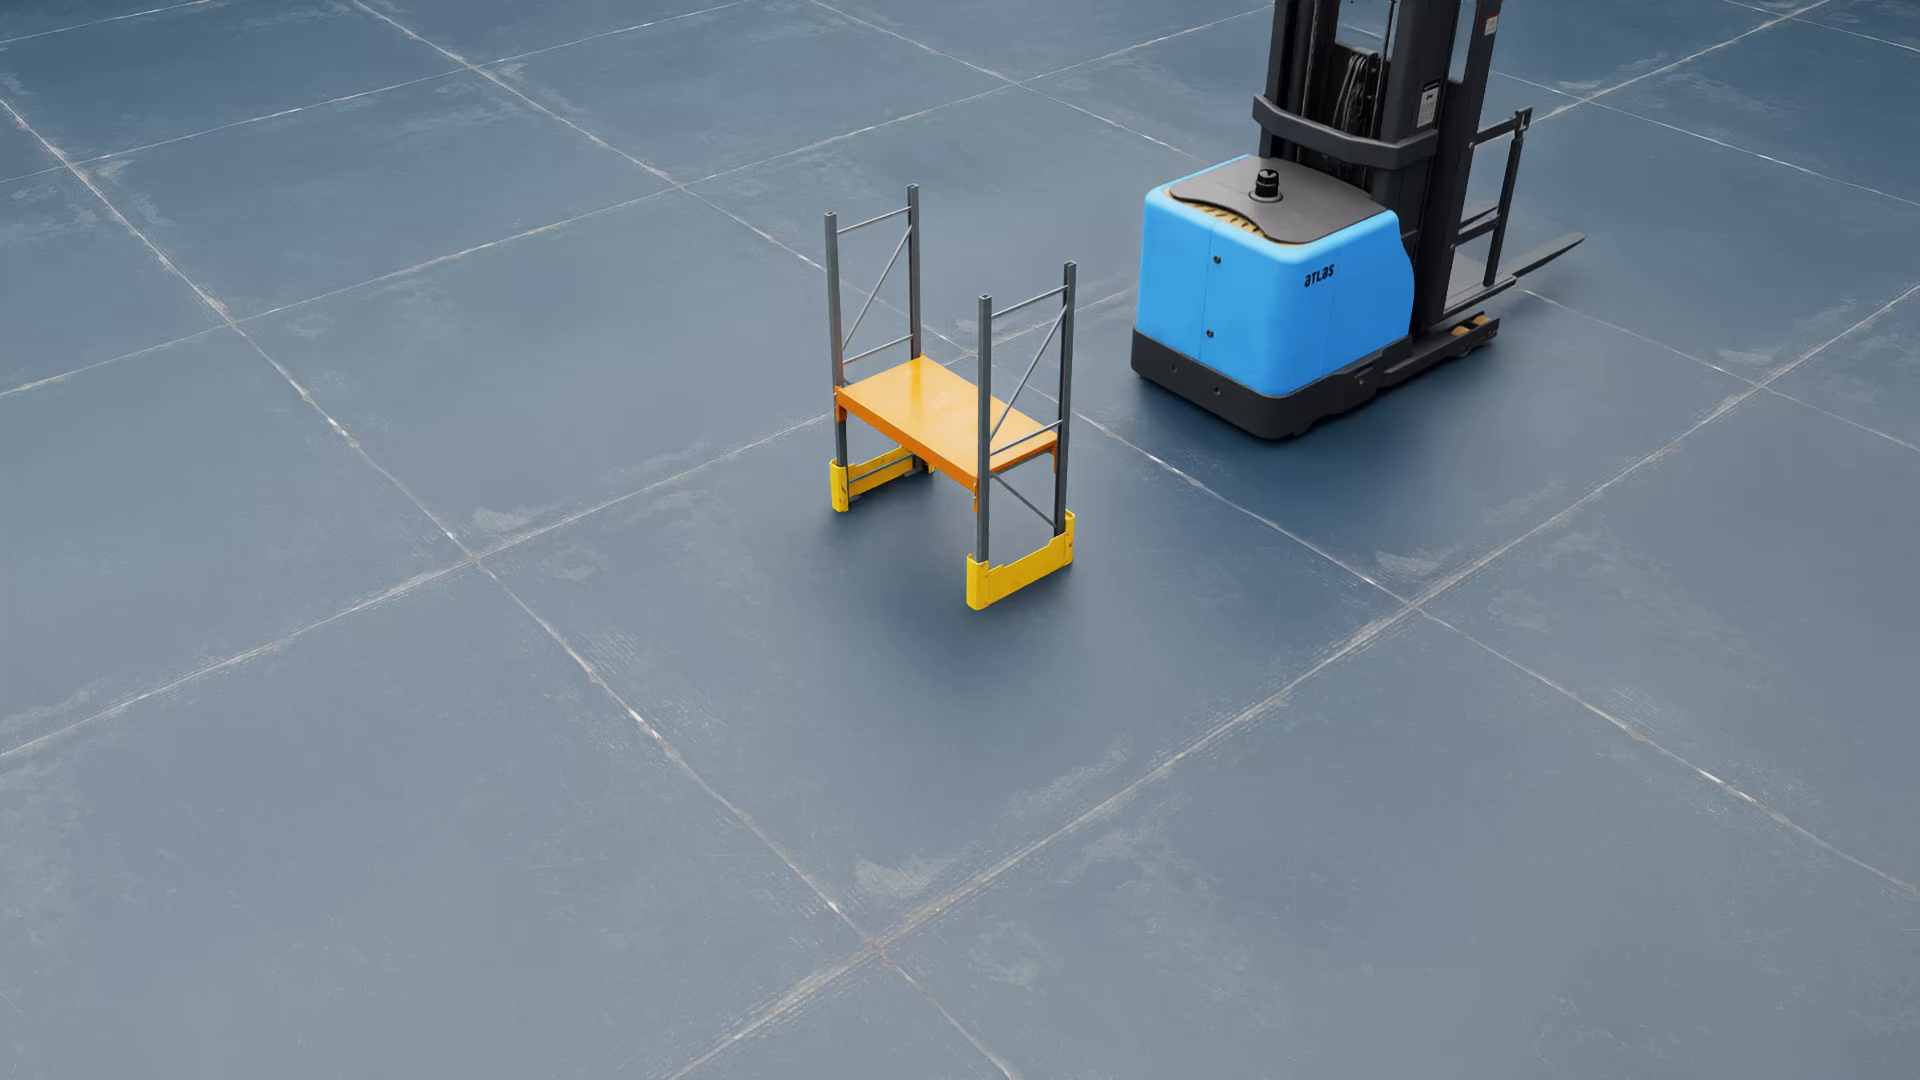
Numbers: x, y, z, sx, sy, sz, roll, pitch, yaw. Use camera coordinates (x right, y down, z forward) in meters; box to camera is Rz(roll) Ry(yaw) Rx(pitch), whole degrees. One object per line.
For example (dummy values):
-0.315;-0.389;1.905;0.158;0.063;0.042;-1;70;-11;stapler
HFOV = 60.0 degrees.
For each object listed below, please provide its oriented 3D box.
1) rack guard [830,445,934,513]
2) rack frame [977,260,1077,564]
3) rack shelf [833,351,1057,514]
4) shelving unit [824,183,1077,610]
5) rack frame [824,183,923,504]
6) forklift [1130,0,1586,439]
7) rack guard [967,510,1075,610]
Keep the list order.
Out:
-0.371;-0.356;8.036;0.587;0.250;0.087;-26;43;-32;rack guard
0.273;-0.425;7.053;0.500;1.500;0.032;-26;43;-32;rack frame
-0.055;-0.503;7.474;0.538;0.185;1.000;-26;43;-32;rack shelf
-0.049;-0.646;7.364;0.587;1.500;1.083;-26;43;-32;shelving unit
-0.383;-0.874;7.687;0.500;1.500;0.032;-26;43;-32;rack frame
2.369;-2.415;8.624;3.031;2.935;1.130;-26;43;-32;forklift
0.272;0.084;7.415;0.587;0.250;0.087;-26;43;-32;rack guard
